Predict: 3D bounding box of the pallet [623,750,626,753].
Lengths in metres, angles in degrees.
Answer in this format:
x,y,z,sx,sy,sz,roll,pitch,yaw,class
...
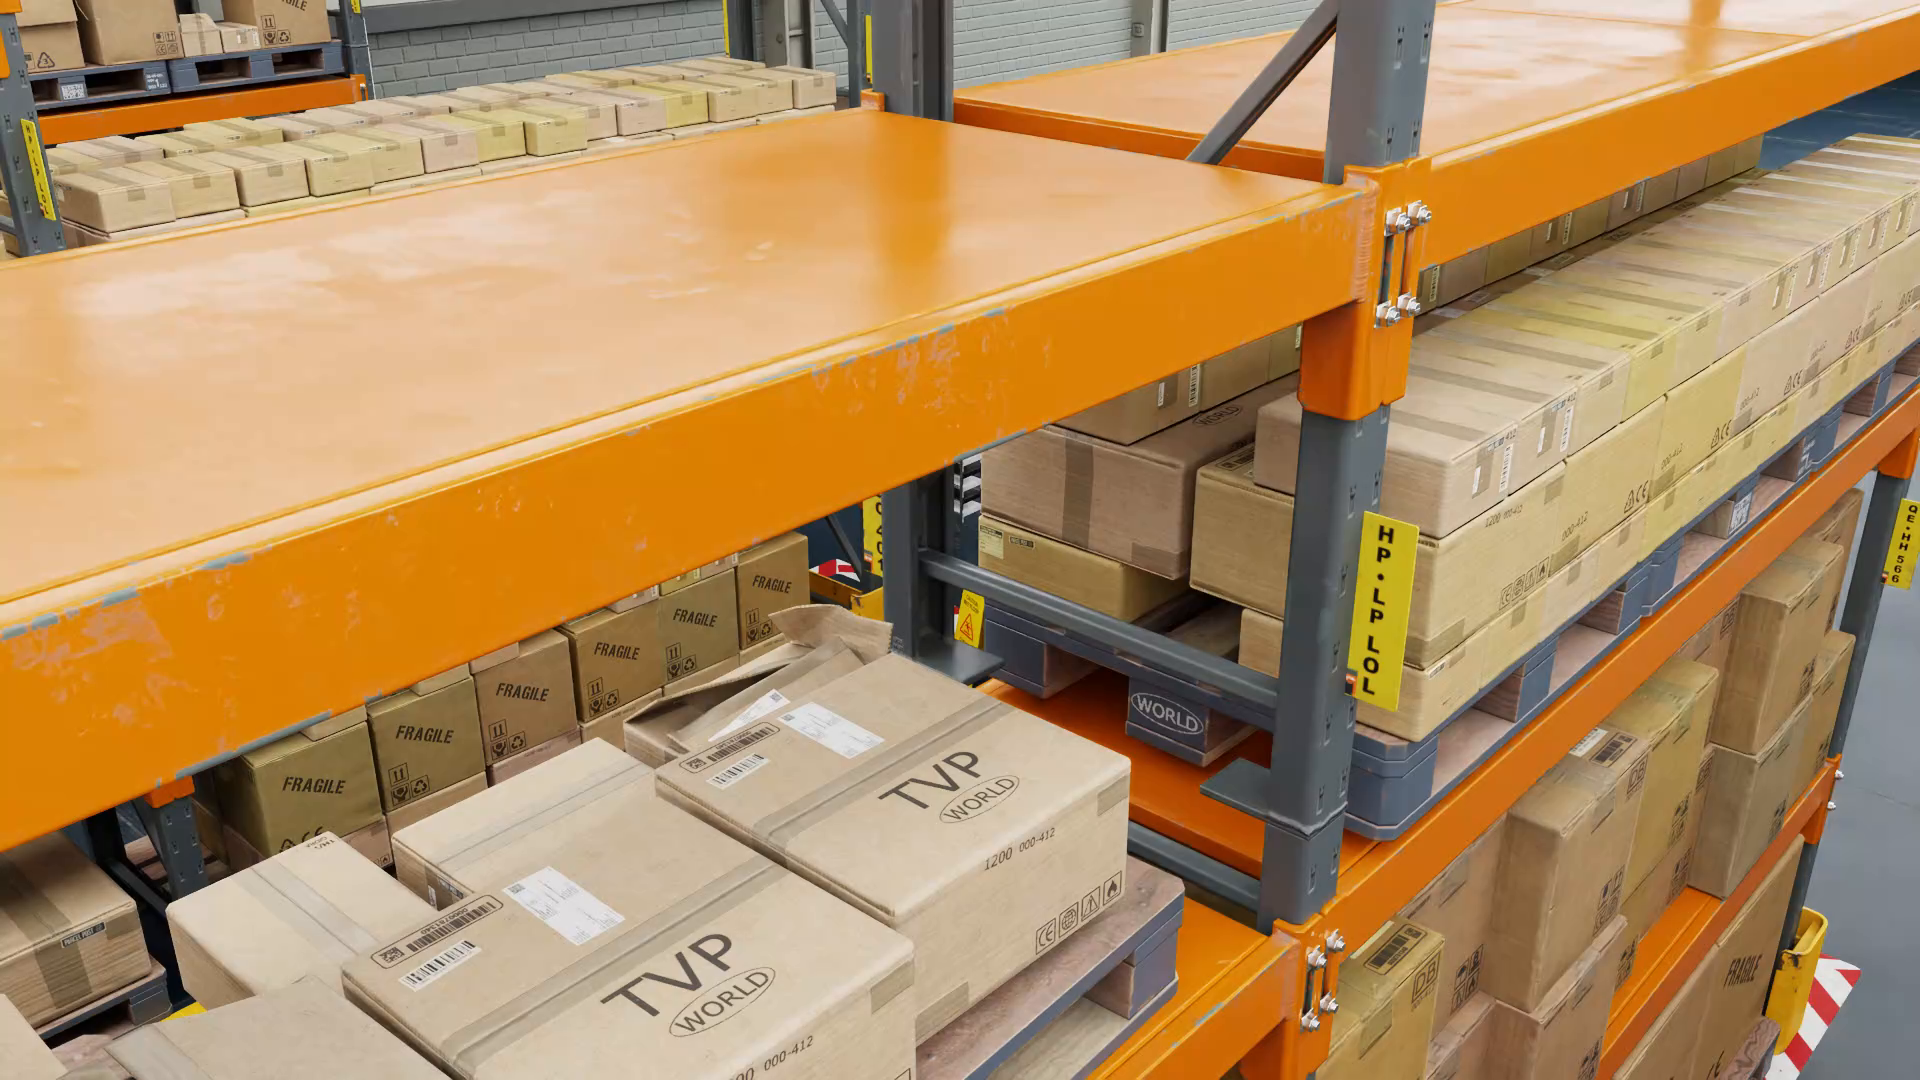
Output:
x,y,z,sx,sy,sz,roll,pitch,yaw,class
-2.262,1.082,8.578,1.003,0.211,1.213,20,31,38,pallet

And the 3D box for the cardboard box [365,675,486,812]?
x,y,z,sx,sy,sz,roll,pitch,yaw,class
-2.555,0.846,7.628,0.500,0.500,0.500,22,32,40,cardboard box

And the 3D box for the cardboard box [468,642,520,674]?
x,y,z,sx,sy,sz,roll,pitch,yaw,class
-2.256,0.455,7.708,0.250,0.149,0.380,-22,32,-40,cardboard box

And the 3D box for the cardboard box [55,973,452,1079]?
x,y,z,sx,sy,sz,roll,pitch,yaw,class
-0.751,0.747,1.724,0.500,0.311,0.500,19,30,36,cardboard box

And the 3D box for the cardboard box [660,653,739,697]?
x,y,z,sx,sy,sz,roll,pitch,yaw,class
-1.520,0.717,8.832,0.500,0.250,0.500,20,31,38,cardboard box

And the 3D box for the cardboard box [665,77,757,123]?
x,y,z,sx,sy,sz,roll,pitch,yaw,class
-1.192,-2.105,7.944,0.380,0.149,0.250,20,31,37,cardboard box

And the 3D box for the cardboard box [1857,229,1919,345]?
x,y,z,sx,sy,sz,roll,pitch,yaw,class
2.472,-0.796,4.877,0.500,0.250,0.500,20,31,38,cardboard box

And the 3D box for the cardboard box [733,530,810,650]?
x,y,z,sx,sy,sz,roll,pitch,yaw,class
-1.169,0.215,9.035,0.500,0.500,0.500,20,31,38,cardboard box

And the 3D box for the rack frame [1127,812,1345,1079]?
x,y,z,sx,sy,sz,roll,pitch,yaw,class
0.255,1.718,3.751,1.000,3.000,0.127,20,31,38,rack frame

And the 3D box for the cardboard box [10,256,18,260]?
x,y,z,sx,sy,sz,roll,pitch,yaw,class
-3.515,-1.036,6.536,0.380,0.149,0.250,20,31,38,cardboard box

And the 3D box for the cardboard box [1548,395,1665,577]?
x,y,z,sx,sy,sz,roll,pitch,yaw,class
1.126,-0.182,3.507,0.500,0.250,0.500,20,31,37,cardboard box

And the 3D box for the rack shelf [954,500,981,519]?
x,y,z,sx,sy,sz,roll,pitch,yaw,class
-0.005,-0.213,11.148,0.258,0.077,0.200,20,31,38,rack shelf

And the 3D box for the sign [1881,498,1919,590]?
x,y,z,sx,sy,sz,roll,pitch,yaw,class
3.320,0.016,5.844,0.100,0.325,0.005,20,31,38,sign

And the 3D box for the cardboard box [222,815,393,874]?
x,y,z,sx,sy,sz,roll,pitch,yaw,class
-2.904,1.354,7.410,0.500,0.250,0.500,18,30,35,cardboard box

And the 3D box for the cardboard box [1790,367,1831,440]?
x,y,z,sx,sy,sz,roll,pitch,yaw,class
2.107,-0.411,4.505,0.380,0.149,0.250,20,31,38,cardboard box

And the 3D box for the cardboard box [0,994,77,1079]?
x,y,z,sx,sy,sz,roll,pitch,yaw,class
-1.151,0.686,1.916,0.396,0.266,0.258,20,31,38,cardboard box

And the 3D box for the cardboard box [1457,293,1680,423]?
x,y,z,sx,sy,sz,roll,pitch,yaw,class
1.259,-0.388,3.478,0.380,0.149,0.250,20,31,37,cardboard box

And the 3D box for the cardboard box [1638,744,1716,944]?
x,y,z,sx,sy,sz,roll,pitch,yaw,class
1.893,0.866,5.468,0.875,0.550,0.550,20,31,38,cardboard box

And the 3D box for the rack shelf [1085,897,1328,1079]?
x,y,z,sx,sy,sz,roll,pitch,yaw,class
-1.080,1.287,1.926,1.077,0.370,4.000,20,31,38,rack shelf

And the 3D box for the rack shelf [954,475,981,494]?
x,y,z,sx,sy,sz,roll,pitch,yaw,class
-0.005,-0.378,11.074,0.258,0.077,0.200,20,31,38,rack shelf

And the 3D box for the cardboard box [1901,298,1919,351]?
x,y,z,sx,sy,sz,roll,pitch,yaw,class
2.787,-0.721,5.198,0.380,0.149,0.250,20,31,38,cardboard box

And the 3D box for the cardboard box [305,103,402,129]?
x,y,z,sx,sy,sz,roll,pitch,yaw,class
-2.634,-1.790,7.243,0.380,0.149,0.250,21,31,38,cardboard box

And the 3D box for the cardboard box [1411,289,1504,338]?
x,y,z,sx,sy,sz,roll,pitch,yaw,class
1.065,-0.481,4.174,0.500,0.250,0.500,20,31,37,cardboard box

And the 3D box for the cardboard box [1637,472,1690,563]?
x,y,z,sx,sy,sz,roll,pitch,yaw,class
1.429,-0.102,3.816,0.380,0.149,0.250,20,31,37,cardboard box

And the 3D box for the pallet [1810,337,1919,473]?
x,y,z,sx,sy,sz,roll,pitch,yaw,class
2.438,-0.600,5.363,1.003,0.211,1.213,20,31,38,pallet

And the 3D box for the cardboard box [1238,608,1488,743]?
x,y,z,sx,sy,sz,roll,pitch,yaw,class
0.751,0.209,3.123,0.380,0.149,0.250,20,31,37,cardboard box

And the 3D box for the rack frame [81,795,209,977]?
x,y,z,sx,sy,sz,roll,pitch,yaw,class
-3.498,0.397,6.697,1.000,3.000,0.127,20,31,38,rack frame

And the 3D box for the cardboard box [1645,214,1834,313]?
x,y,z,sx,sy,sz,roll,pitch,yaw,class
1.935,-0.696,4.166,0.380,0.149,0.250,20,31,38,cardboard box

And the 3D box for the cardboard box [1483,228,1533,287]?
x,y,z,sx,sy,sz,roll,pitch,yaw,class
1.275,-0.798,4.394,0.380,0.149,0.250,21,31,38,cardboard box

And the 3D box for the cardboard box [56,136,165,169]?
x,y,z,sx,sy,sz,roll,pitch,yaw,class
-3.333,-1.477,6.544,0.380,0.149,0.250,19,30,36,cardboard box

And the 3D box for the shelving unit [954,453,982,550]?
x,y,z,sx,sy,sz,roll,pitch,yaw,class
-0.005,-0.408,11.060,0.258,0.900,0.210,20,31,38,shelving unit

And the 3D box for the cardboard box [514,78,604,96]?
x,y,z,sx,sy,sz,roll,pitch,yaw,class
-1.904,-2.088,7.908,0.380,0.149,0.250,20,31,37,cardboard box

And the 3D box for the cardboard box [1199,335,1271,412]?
x,y,z,sx,sy,sz,roll,pitch,yaw,class
0.431,-0.412,3.534,0.380,0.149,0.250,20,31,37,cardboard box

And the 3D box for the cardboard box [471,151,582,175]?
x,y,z,sx,sy,sz,roll,pitch,yaw,class
-1.984,-1.561,7.219,0.500,0.250,0.500,21,31,38,cardboard box

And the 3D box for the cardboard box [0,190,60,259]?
x,y,z,sx,sy,sz,roll,pitch,yaw,class
-3.403,-1.247,6.519,0.500,0.250,0.500,20,31,37,cardboard box

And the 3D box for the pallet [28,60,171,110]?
x,y,z,sx,sy,sz,roll,pitch,yaw,class
-5.833,-2.922,10.542,1.003,0.211,1.213,20,31,38,pallet

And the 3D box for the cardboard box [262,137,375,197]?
x,y,z,sx,sy,sz,roll,pitch,yaw,class
-2.515,-1.465,6.518,0.380,0.149,0.250,20,31,37,cardboard box

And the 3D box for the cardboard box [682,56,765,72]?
x,y,z,sx,sy,sz,roll,pitch,yaw,class
-1.218,-2.387,8.573,0.380,0.149,0.250,20,31,37,cardboard box

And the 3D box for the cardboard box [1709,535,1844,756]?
x,y,z,sx,sy,sz,roll,pitch,yaw,class
2.350,0.234,5.559,0.875,0.550,0.550,20,31,38,cardboard box

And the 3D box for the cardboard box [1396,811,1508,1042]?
x,y,z,sx,sy,sz,roll,pitch,yaw,class
0.808,0.855,4.174,0.875,0.550,0.550,20,31,38,cardboard box

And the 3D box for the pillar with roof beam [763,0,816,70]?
x,y,z,sx,sy,sz,roll,pitch,yaw,class
1.547,-5.599,12.739,9.100,9.000,0.400,20,31,38,pillar with roof beam

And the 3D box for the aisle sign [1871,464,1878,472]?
x,y,z,sx,sy,sz,roll,pitch,yaw,class
3.196,-0.626,5.803,0.394,0.787,0.004,20,31,38,aisle sign

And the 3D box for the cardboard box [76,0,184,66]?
x,y,z,sx,sy,sz,roll,pitch,yaw,class
-5.400,-3.341,10.611,0.700,0.500,0.500,20,31,38,cardboard box

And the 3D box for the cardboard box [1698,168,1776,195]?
x,y,z,sx,sy,sz,roll,pitch,yaw,class
2.412,-1.097,5.548,0.500,0.250,0.500,20,31,37,cardboard box

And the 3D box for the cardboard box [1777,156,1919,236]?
x,y,z,sx,sy,sz,roll,pitch,yaw,class
2.614,-1.007,4.859,0.380,0.149,0.250,21,31,38,cardboard box

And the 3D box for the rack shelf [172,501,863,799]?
x,y,z,sx,sy,sz,roll,pitch,yaw,class
-2.164,0.116,8.203,1.077,0.370,4.000,20,31,38,rack shelf

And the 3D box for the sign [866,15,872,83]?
x,y,z,sx,sy,sz,roll,pitch,yaw,class
-0.429,-2.436,8.269,0.100,0.325,0.005,20,31,38,sign

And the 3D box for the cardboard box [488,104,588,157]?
x,y,z,sx,sy,sz,roll,pitch,yaw,class
-1.833,-1.779,7.218,0.380,0.149,0.250,21,32,39,cardboard box

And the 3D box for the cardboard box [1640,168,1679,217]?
x,y,z,sx,sy,sz,roll,pitch,yaw,class
1.957,-1.110,5.090,0.380,0.149,0.250,21,31,38,cardboard box

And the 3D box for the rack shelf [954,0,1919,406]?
x,y,z,sx,sy,sz,roll,pitch,yaw,class
1.590,-1.118,4.112,1.077,0.370,4.000,20,31,38,rack shelf
